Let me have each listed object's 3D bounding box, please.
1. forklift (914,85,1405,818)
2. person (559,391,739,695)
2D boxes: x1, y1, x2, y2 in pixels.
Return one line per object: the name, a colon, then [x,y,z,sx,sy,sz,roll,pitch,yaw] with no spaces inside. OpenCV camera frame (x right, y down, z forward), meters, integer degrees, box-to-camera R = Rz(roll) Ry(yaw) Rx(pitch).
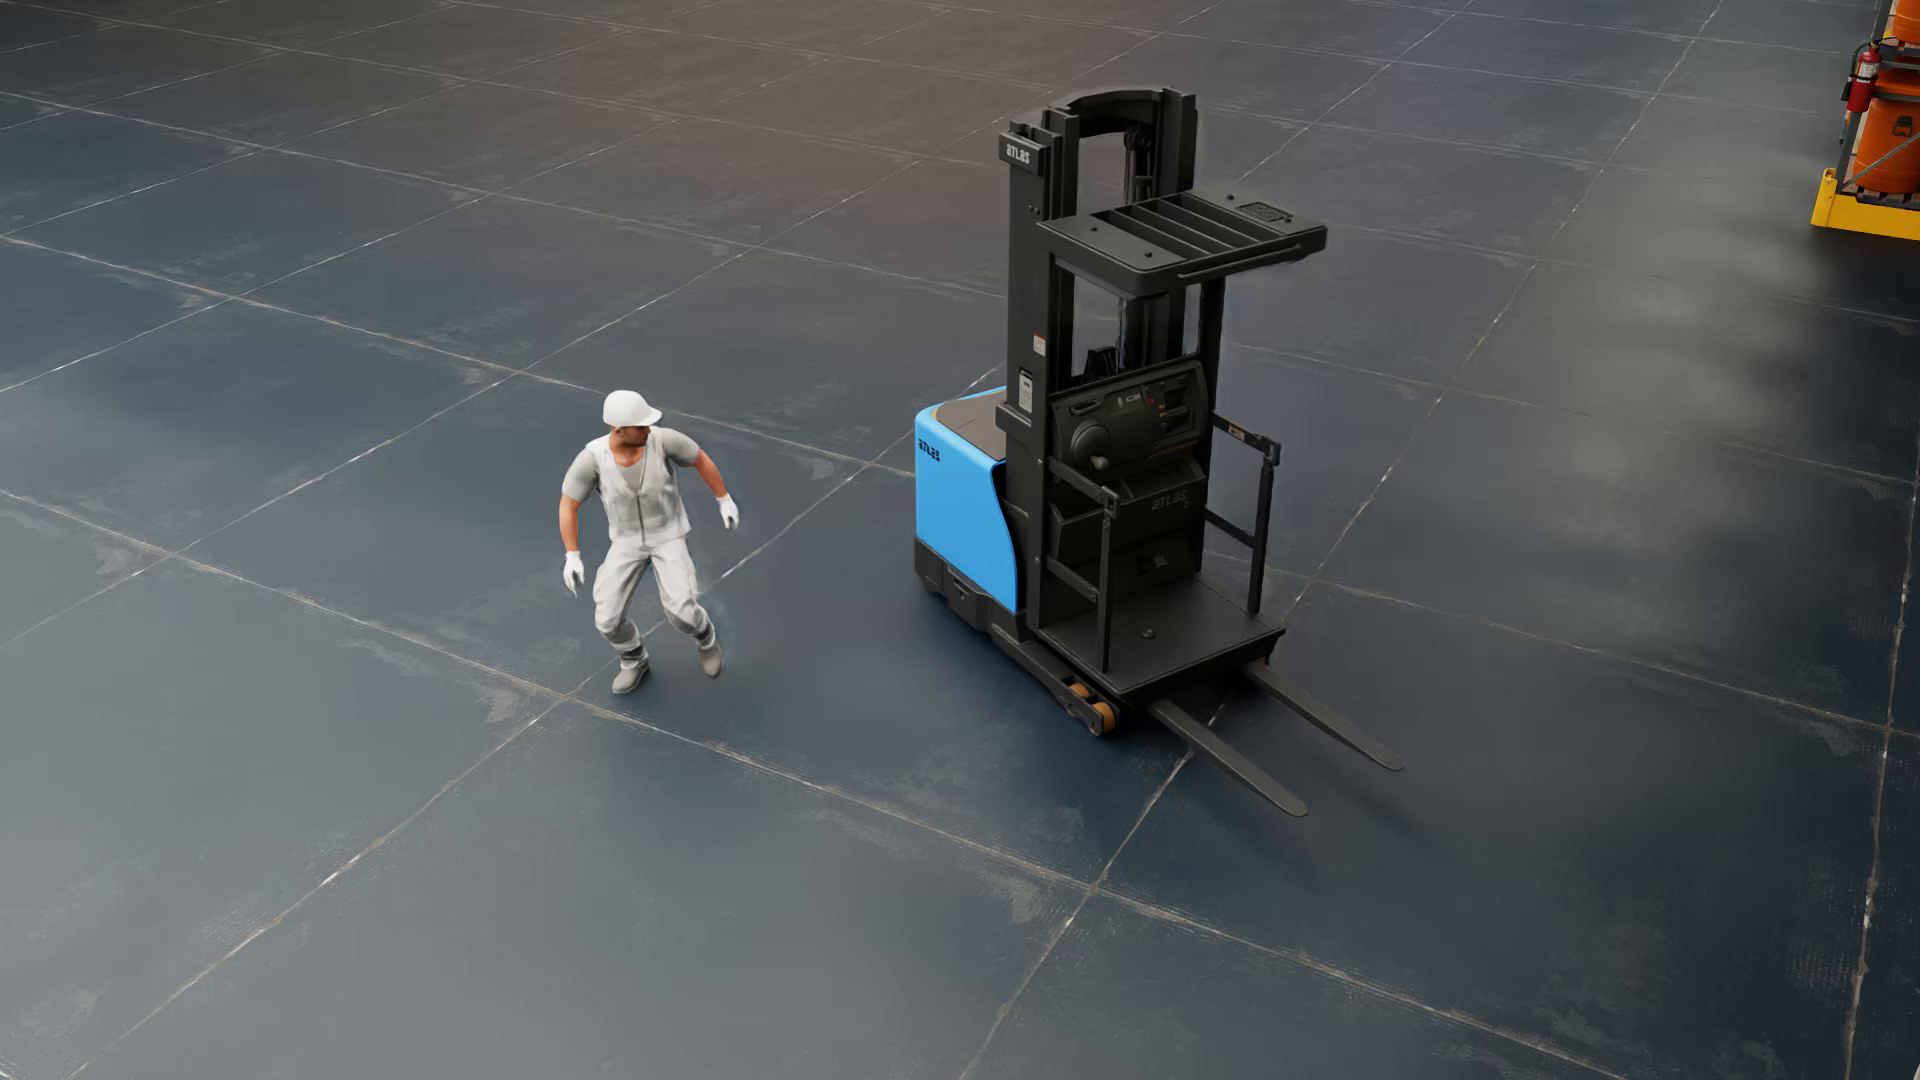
forklift: [0.964,-0.563,8.047,1.130,2.935,3.031,-18,35,-28]
person: [-1.549,0.018,8.309,0.831,1.676,0.621,0,30,0]
